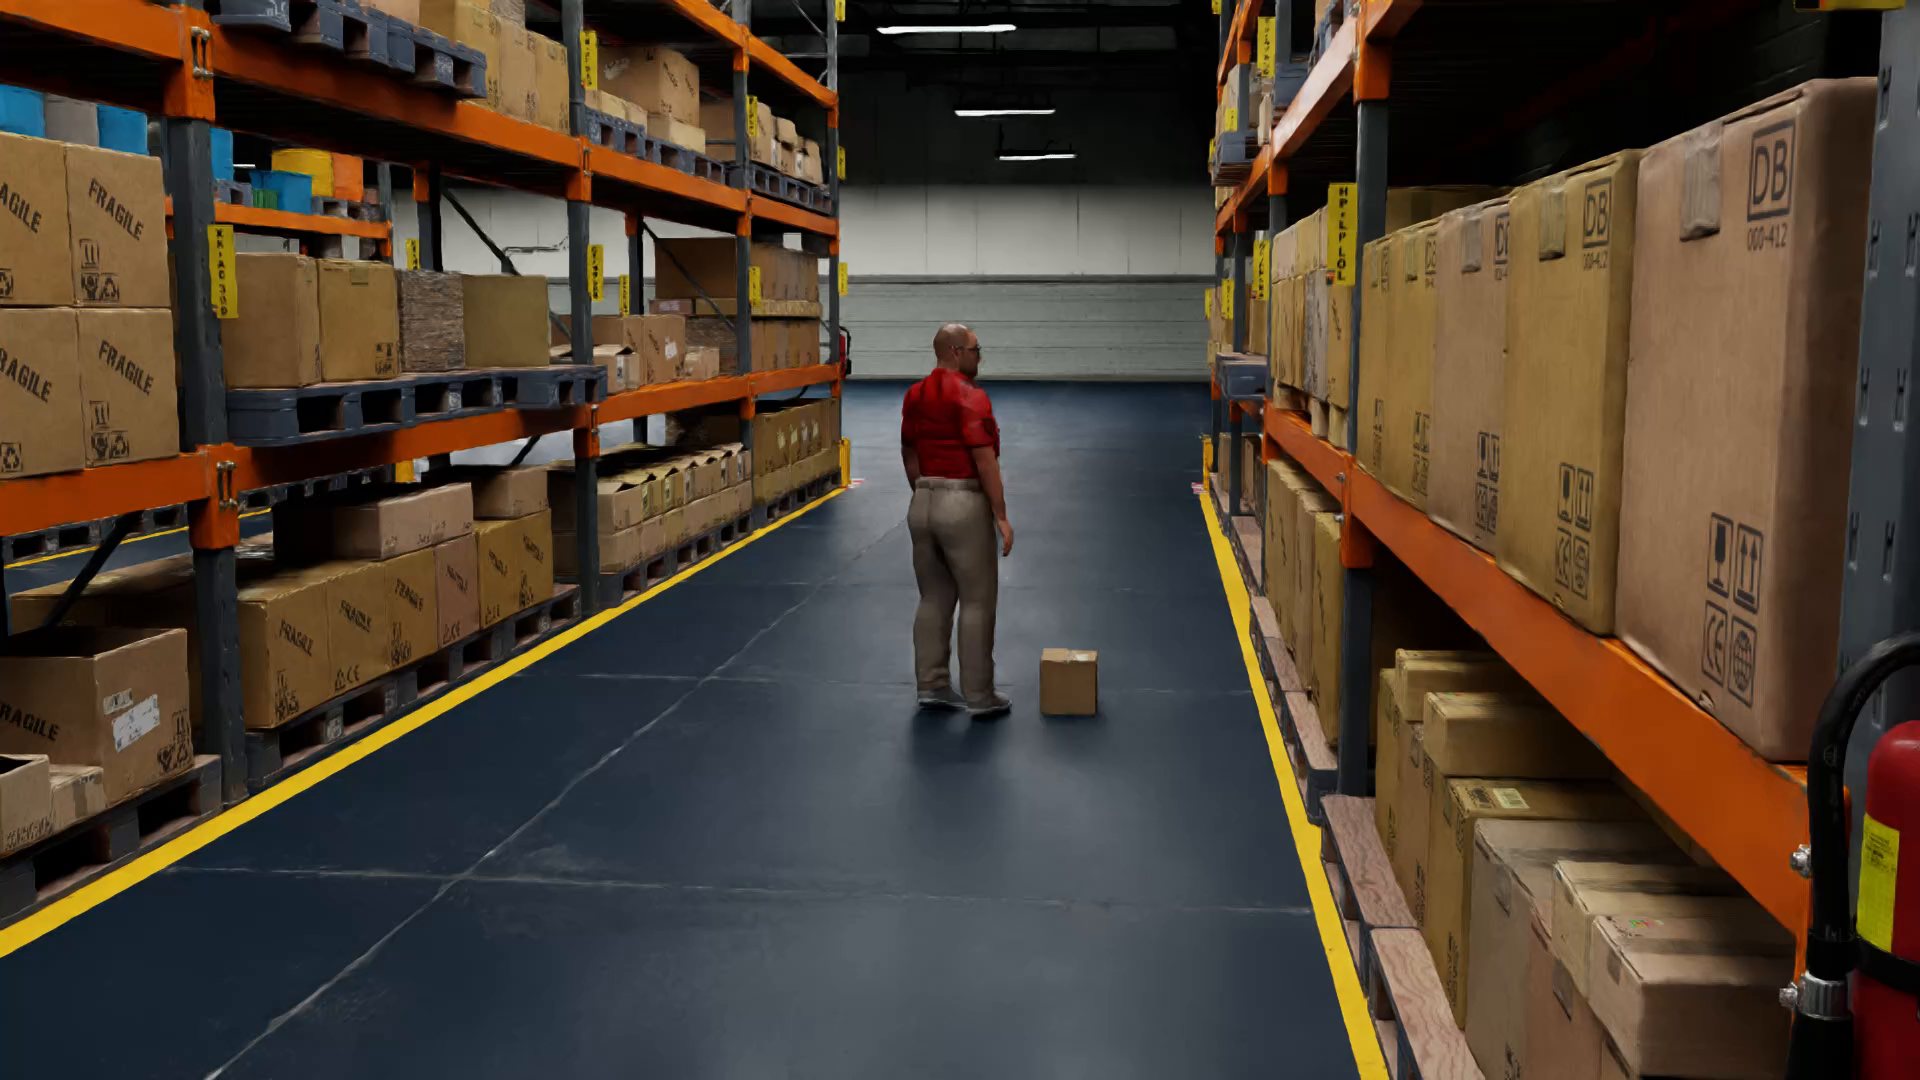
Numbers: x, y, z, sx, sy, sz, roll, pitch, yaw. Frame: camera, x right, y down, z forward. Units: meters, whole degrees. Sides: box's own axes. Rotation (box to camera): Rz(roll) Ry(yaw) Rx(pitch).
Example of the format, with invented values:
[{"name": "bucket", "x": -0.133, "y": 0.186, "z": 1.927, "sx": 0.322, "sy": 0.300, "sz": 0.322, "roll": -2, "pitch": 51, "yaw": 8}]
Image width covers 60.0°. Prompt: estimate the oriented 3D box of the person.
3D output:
[{"name": "person", "x": 0.010, "y": -0.073, "z": 7.423, "sx": 0.431, "sy": 1.783, "sz": 0.588, "roll": -6, "pitch": 10, "yaw": -40}]
